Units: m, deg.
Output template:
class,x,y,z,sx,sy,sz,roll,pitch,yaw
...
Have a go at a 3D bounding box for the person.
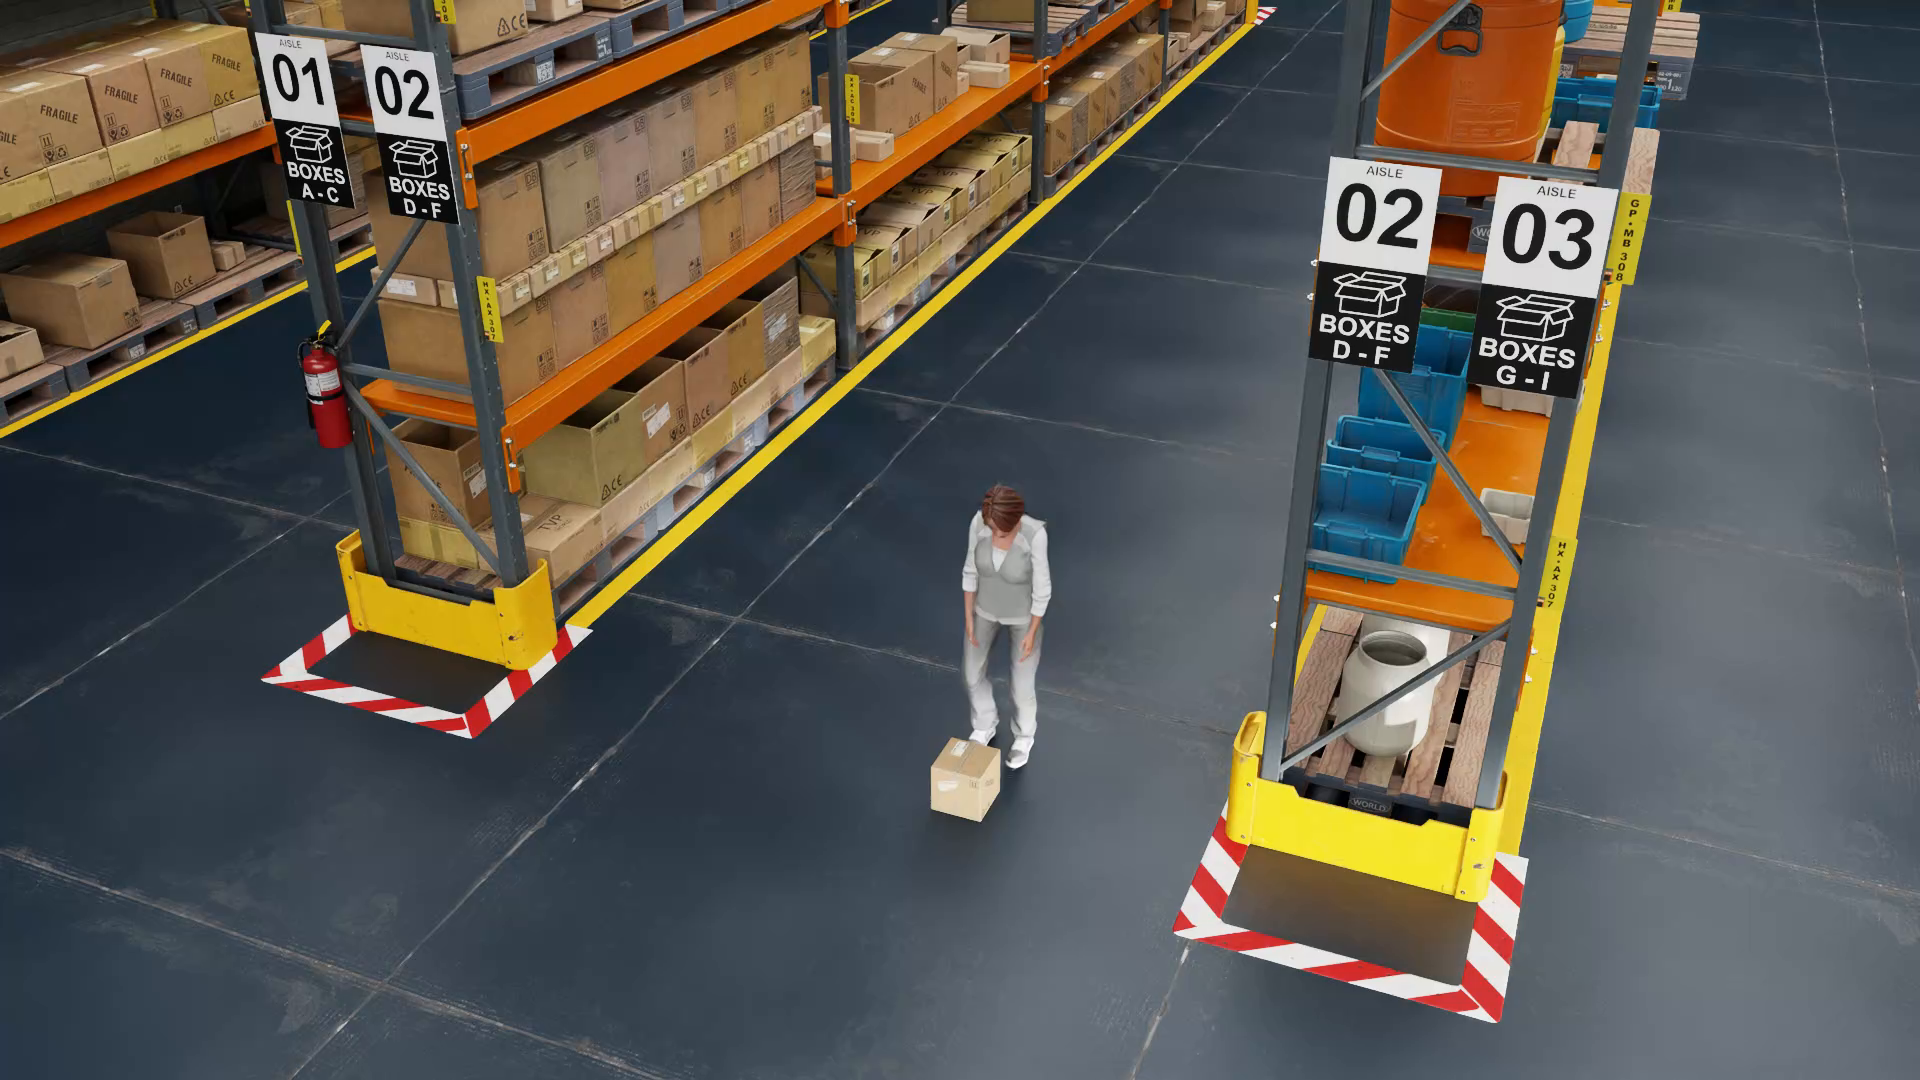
class,x,y,z,sx,sy,sz,roll,pitch,yaw
person,0.225,0.388,7.821,0.437,1.511,0.436,12,32,20
